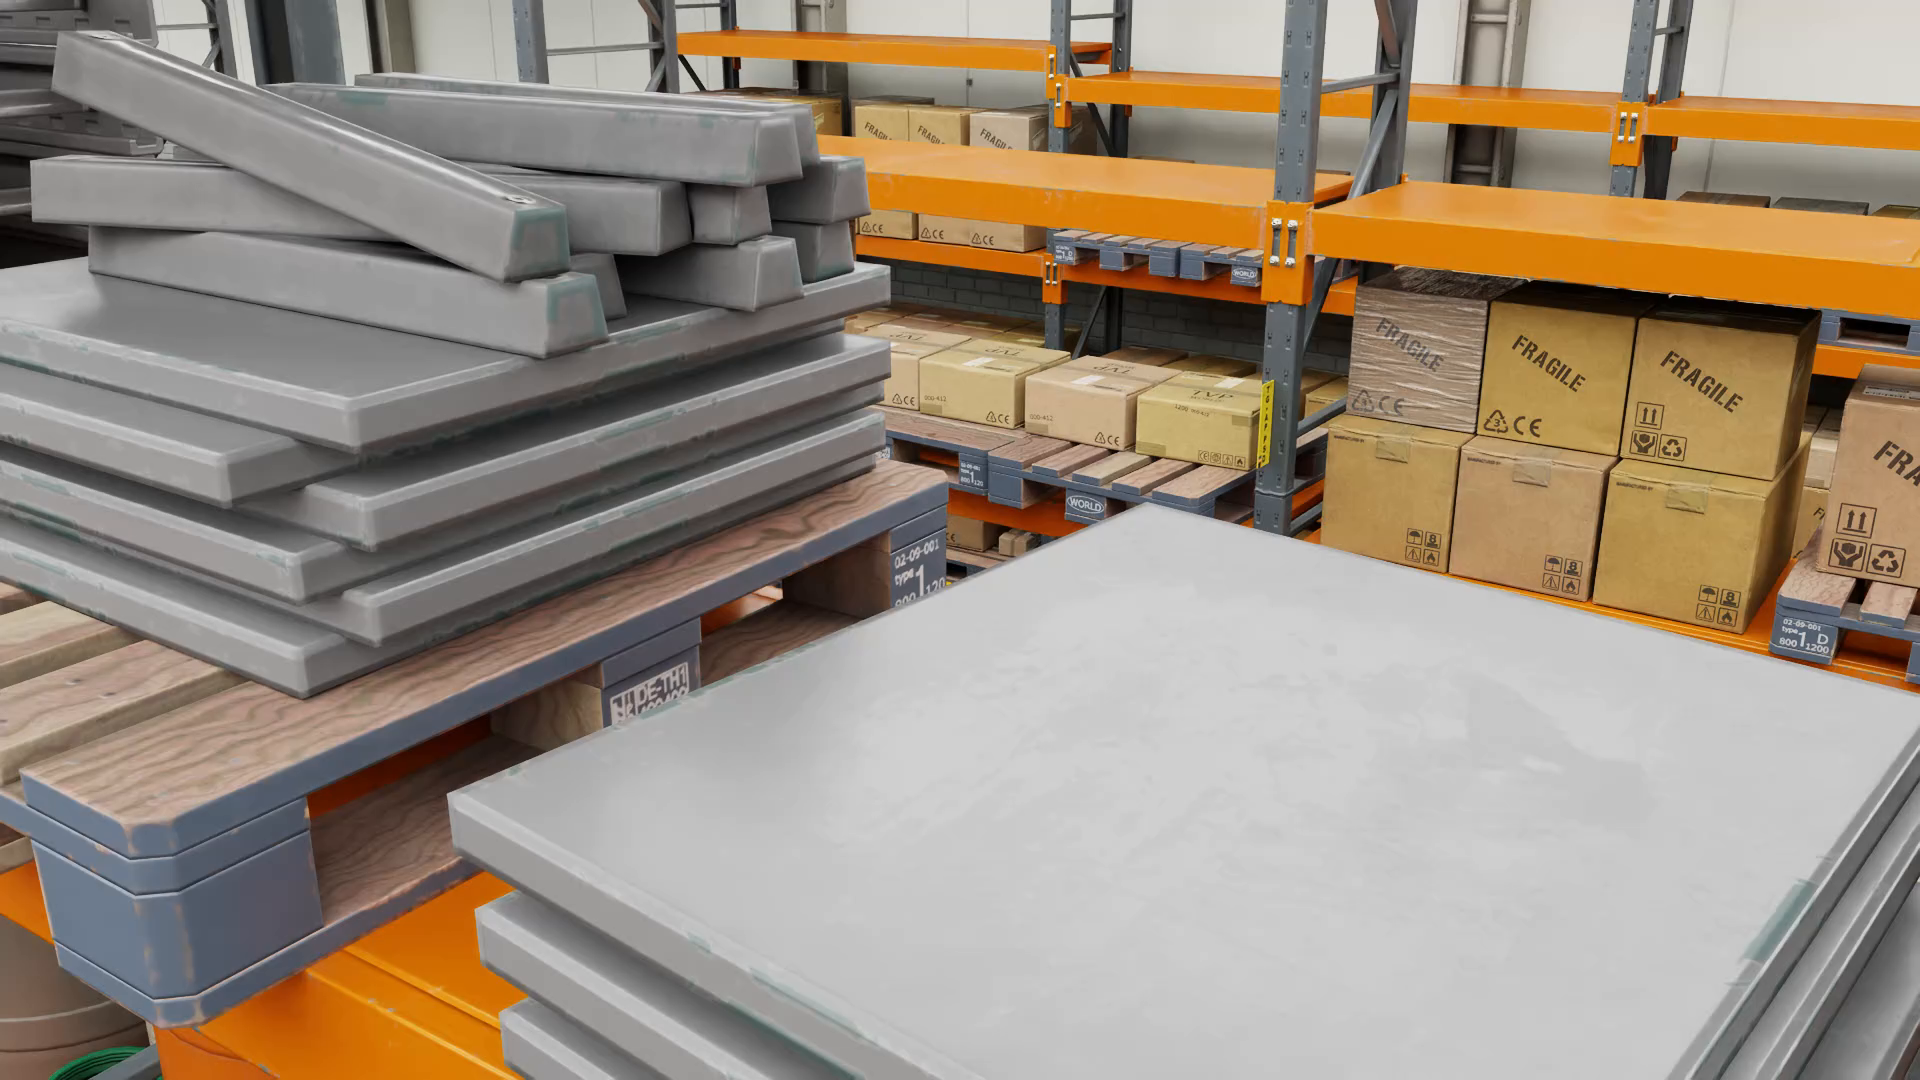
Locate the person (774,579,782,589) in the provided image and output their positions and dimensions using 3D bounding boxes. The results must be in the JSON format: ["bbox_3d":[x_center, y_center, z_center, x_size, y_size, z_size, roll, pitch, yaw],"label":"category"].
[{"bbox_3d":[-1.226,0.095,12.164,0.494,1.635,0.559,13,23,32],"label":"person"}]
